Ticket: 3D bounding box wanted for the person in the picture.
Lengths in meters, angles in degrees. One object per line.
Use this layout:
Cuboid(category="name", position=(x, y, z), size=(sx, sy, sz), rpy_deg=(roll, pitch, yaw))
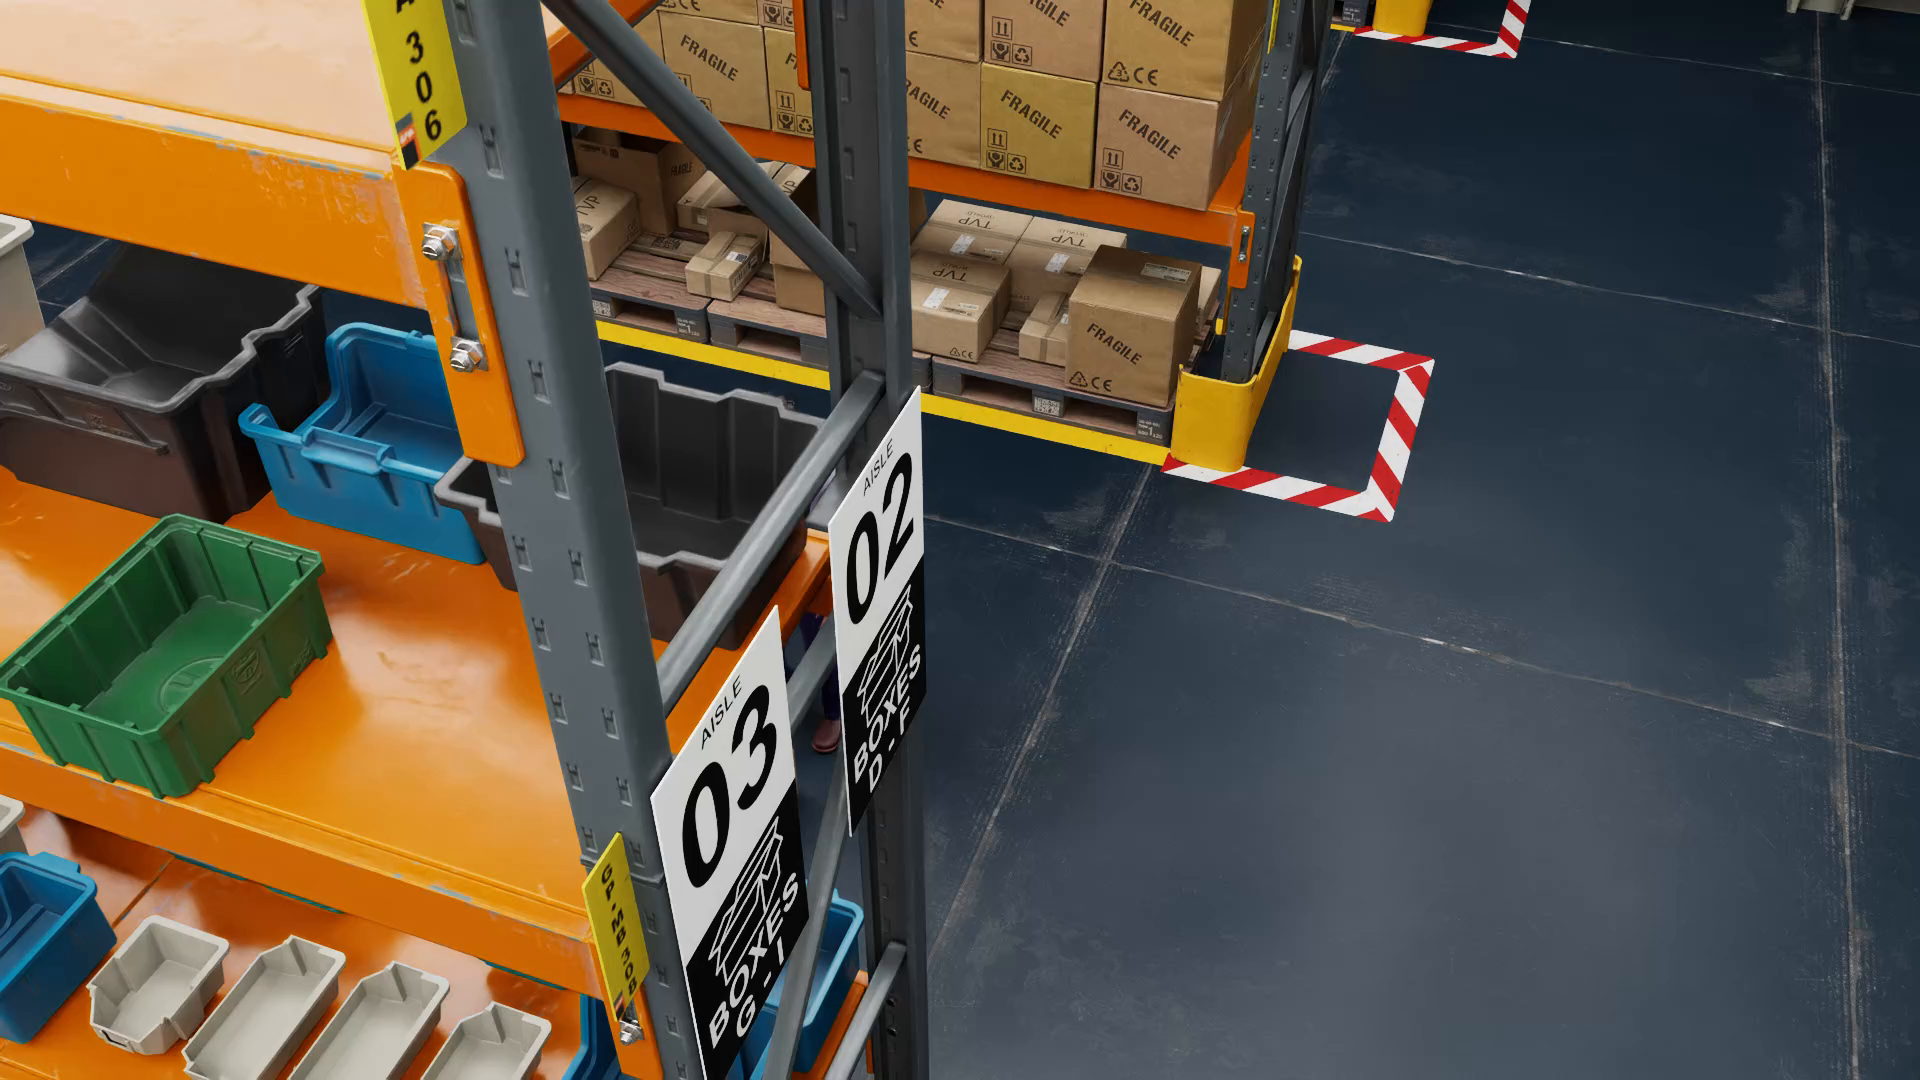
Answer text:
Cuboid(category="person", position=(-0.592, 0.117, 6.080), size=(0.496, 1.607, 0.396), rpy_deg=(15, 44, 16))
